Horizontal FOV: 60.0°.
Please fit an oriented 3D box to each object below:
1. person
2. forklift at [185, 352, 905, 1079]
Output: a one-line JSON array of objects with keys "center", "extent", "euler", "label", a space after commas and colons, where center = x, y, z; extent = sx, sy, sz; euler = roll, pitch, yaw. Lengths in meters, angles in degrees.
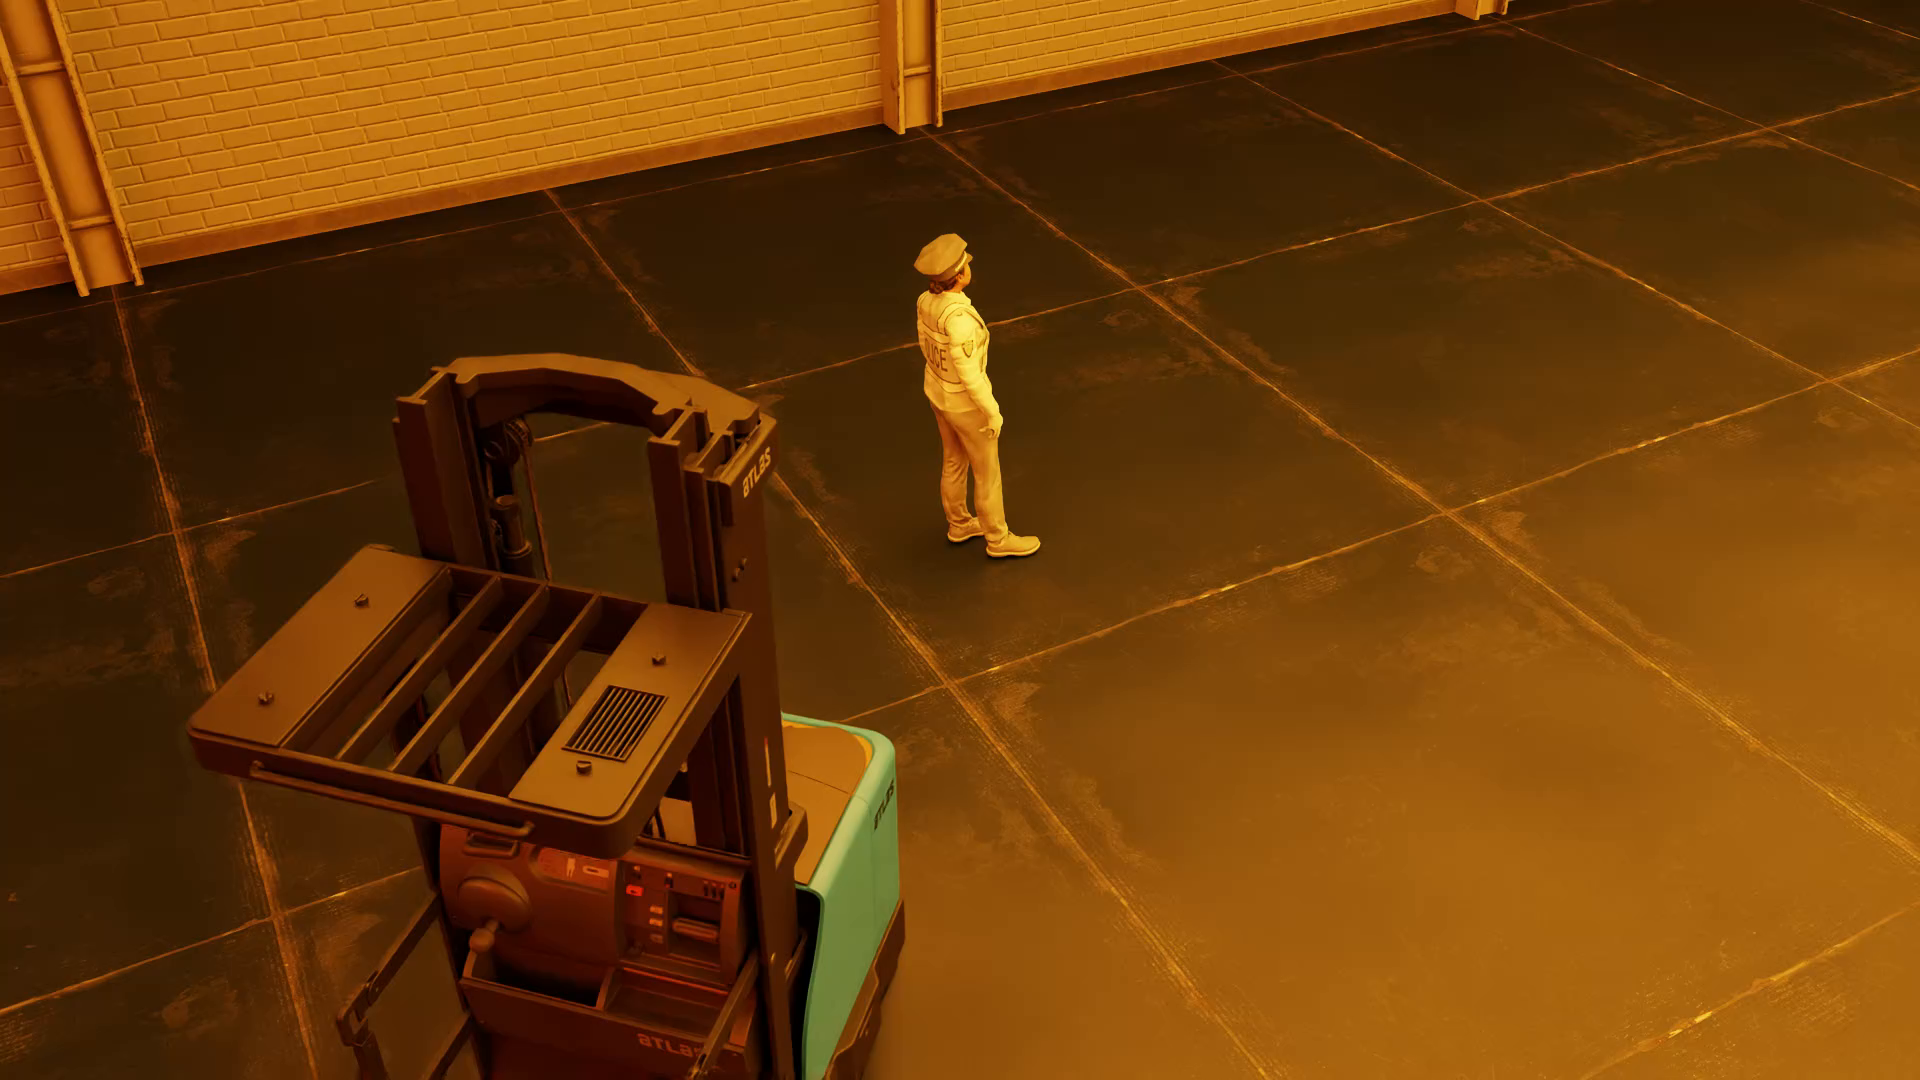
[{"center": [0.064, -0.713, 8.190], "extent": [0.531, 1.694, 0.586], "euler": [-17, 39, -23], "label": "person"}, {"center": [-1.115, 1.099, 4.568], "extent": [1.130, 2.935, 3.031], "euler": [10, 36, 13], "label": "forklift"}]
